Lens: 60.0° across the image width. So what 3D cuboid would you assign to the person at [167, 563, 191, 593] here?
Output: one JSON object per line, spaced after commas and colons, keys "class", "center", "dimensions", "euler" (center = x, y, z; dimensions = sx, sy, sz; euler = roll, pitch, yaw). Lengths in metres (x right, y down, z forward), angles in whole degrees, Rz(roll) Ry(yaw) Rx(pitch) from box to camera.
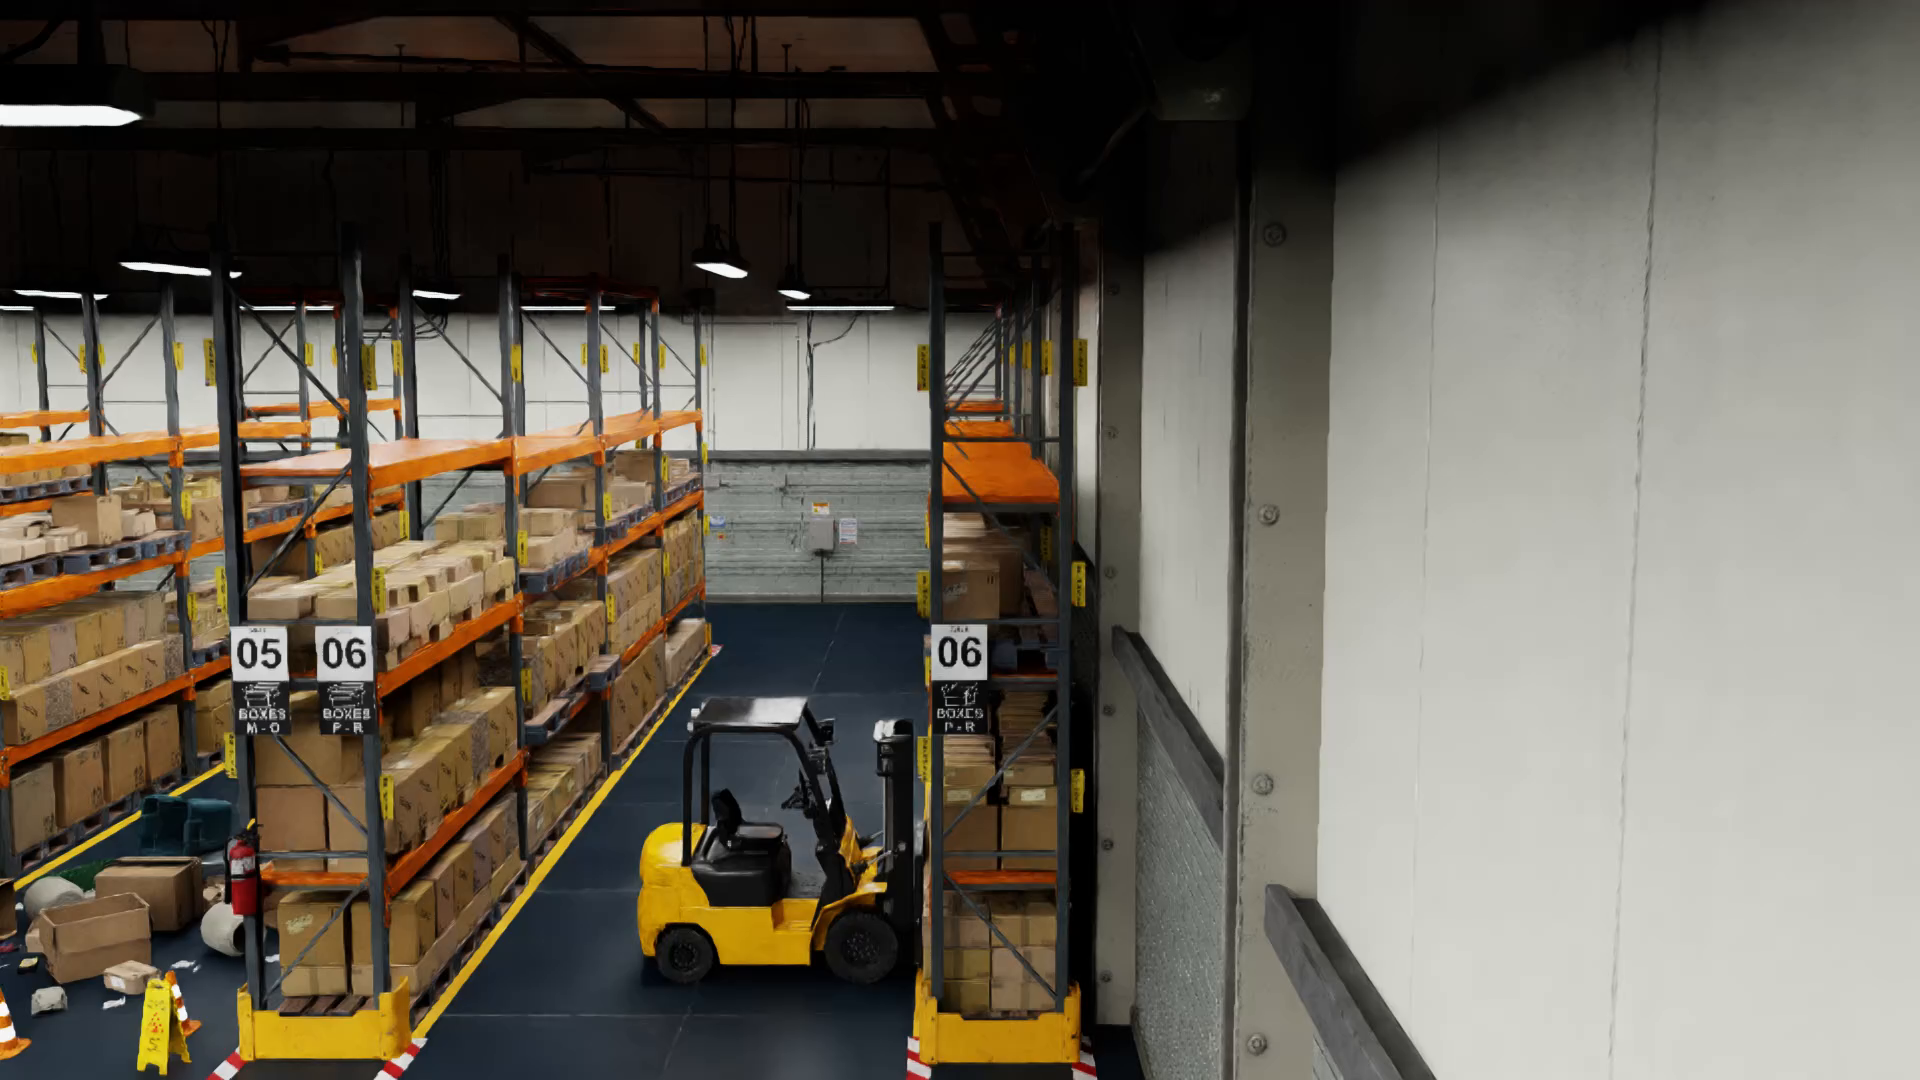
{"class": "person", "center": [-13.291, 1.068, 28.345], "dimensions": [0.531, 1.586, 0.576], "euler": [2, 7, 19]}
